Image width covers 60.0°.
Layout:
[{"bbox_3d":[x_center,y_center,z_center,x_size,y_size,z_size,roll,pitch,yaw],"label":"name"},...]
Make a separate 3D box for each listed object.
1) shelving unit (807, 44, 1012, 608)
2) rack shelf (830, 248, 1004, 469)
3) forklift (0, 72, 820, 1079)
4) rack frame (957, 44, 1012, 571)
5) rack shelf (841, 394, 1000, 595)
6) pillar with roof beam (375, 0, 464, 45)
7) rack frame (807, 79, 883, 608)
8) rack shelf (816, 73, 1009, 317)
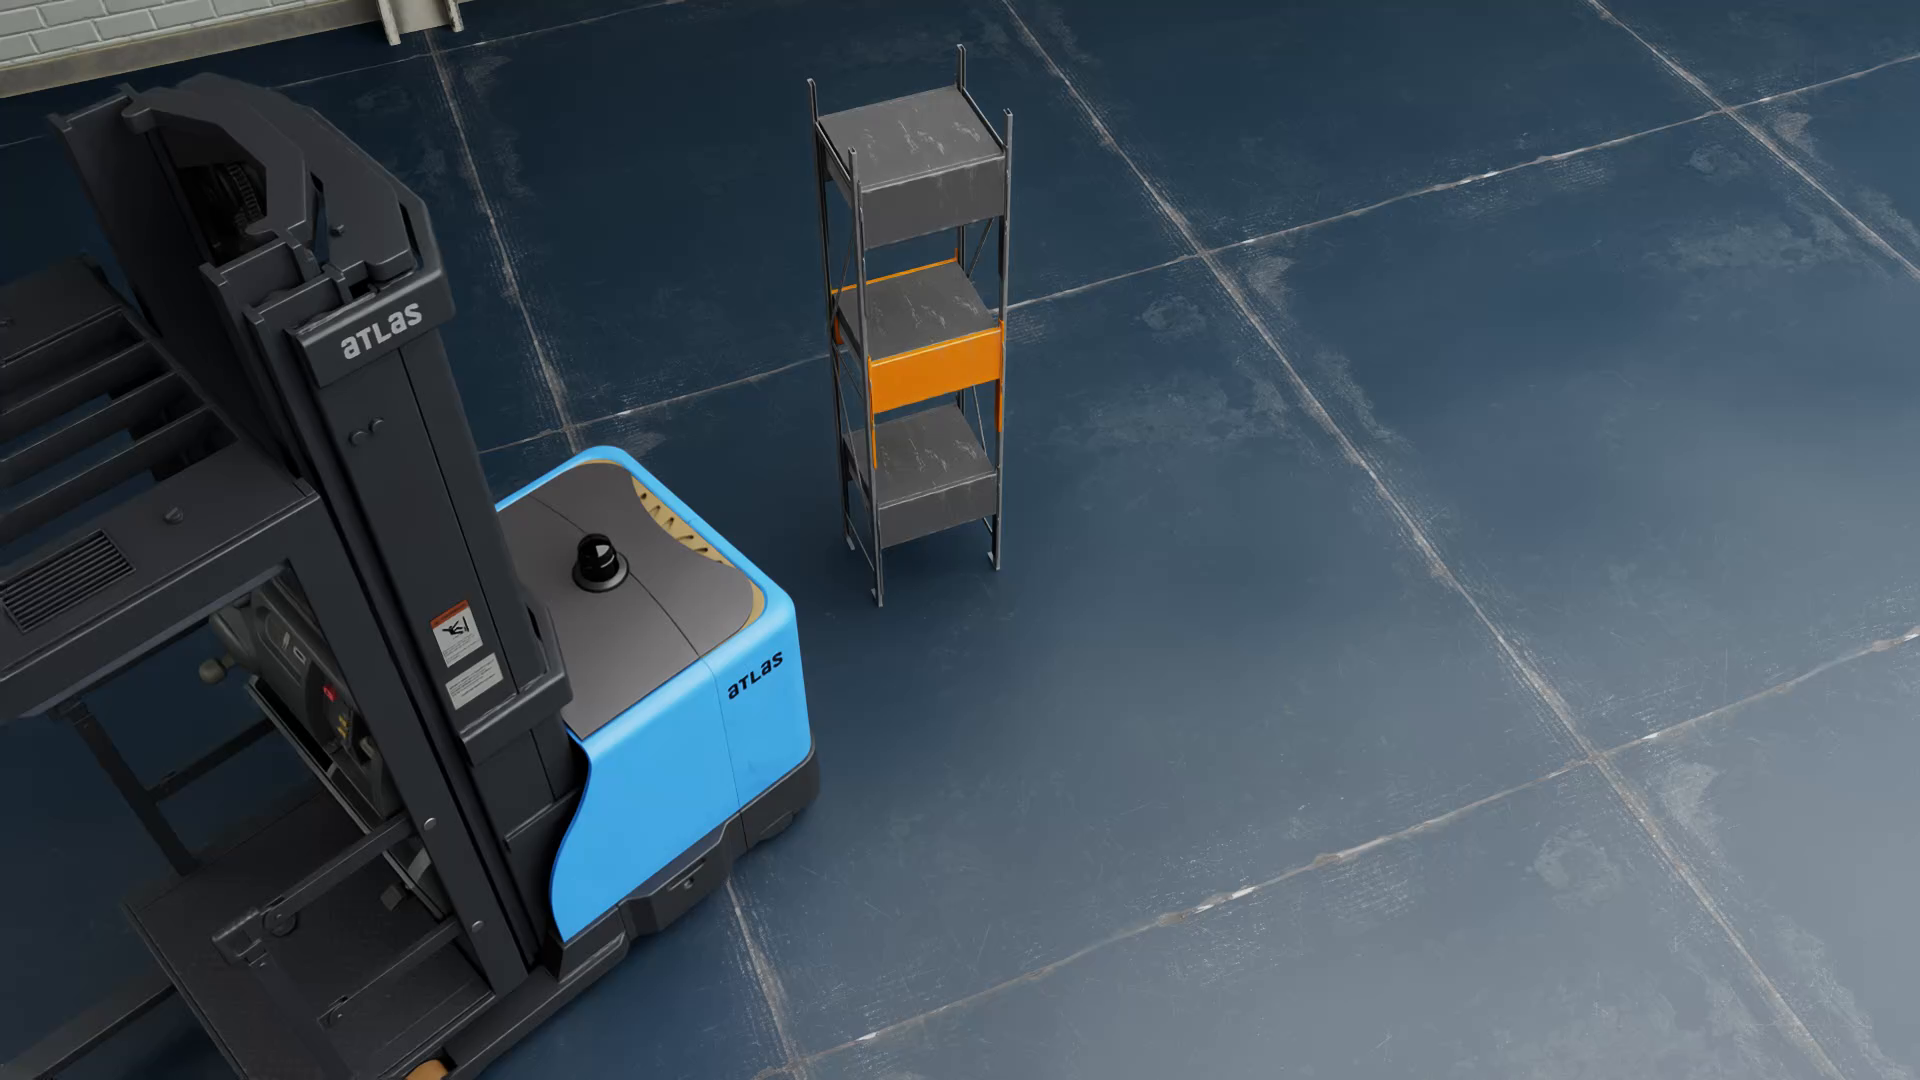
[{"bbox_3d":[-0.153,-0.637,5.753,0.503,2.100,0.431,-17,52,-14],"label":"shelving unit"},{"bbox_3d":[-0.153,-0.628,5.764,0.480,0.518,0.431,-17,52,-14],"label":"rack shelf"},{"bbox_3d":[-1.899,0.444,4.277,3.031,2.935,1.130,-36,58,-27],"label":"forklift"},{"bbox_3d":[0.073,-0.707,5.814,0.015,2.100,0.400,-17,52,-14],"label":"rack frame"},{"bbox_3d":[-0.153,-0.172,6.295,0.480,0.518,0.431,-17,52,-14],"label":"rack shelf"},{"bbox_3d":[-1.281,-2.704,2.981,0.400,9.000,9.100,-17,52,-14],"label":"pillar with roof beam"},{"bbox_3d":[-0.379,-0.567,5.693,0.015,2.100,0.400,-17,52,-14],"label":"rack frame"},{"bbox_3d":[-0.153,-1.084,5.233,0.480,0.518,0.431,-17,52,-14],"label":"rack shelf"}]
